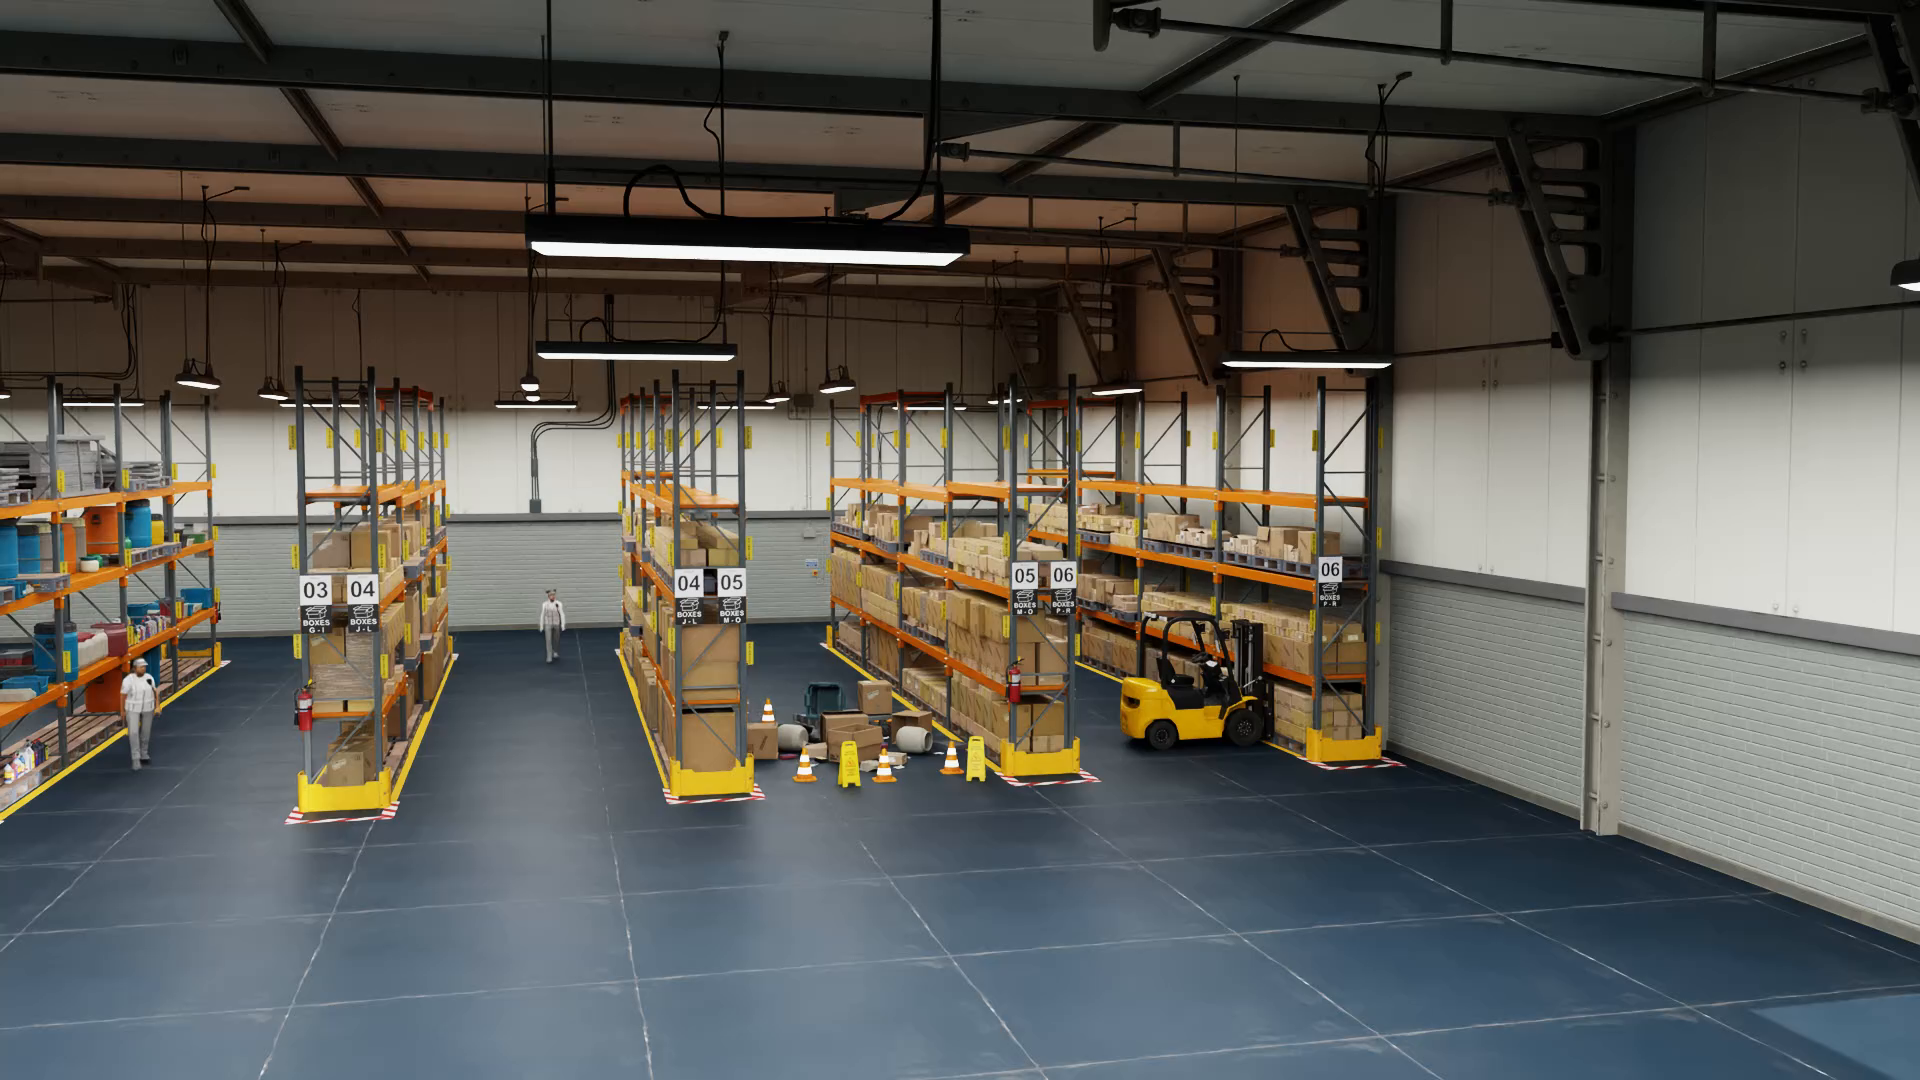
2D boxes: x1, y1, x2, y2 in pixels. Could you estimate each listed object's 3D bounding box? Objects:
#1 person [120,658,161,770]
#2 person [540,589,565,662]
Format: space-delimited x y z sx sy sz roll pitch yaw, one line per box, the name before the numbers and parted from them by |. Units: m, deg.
person | -12.641 2.646 25.654 0.550 1.645 0.920 -2 4 -34
person | -9.252 1.918 37.751 0.559 1.612 1.031 -1 4 -13
